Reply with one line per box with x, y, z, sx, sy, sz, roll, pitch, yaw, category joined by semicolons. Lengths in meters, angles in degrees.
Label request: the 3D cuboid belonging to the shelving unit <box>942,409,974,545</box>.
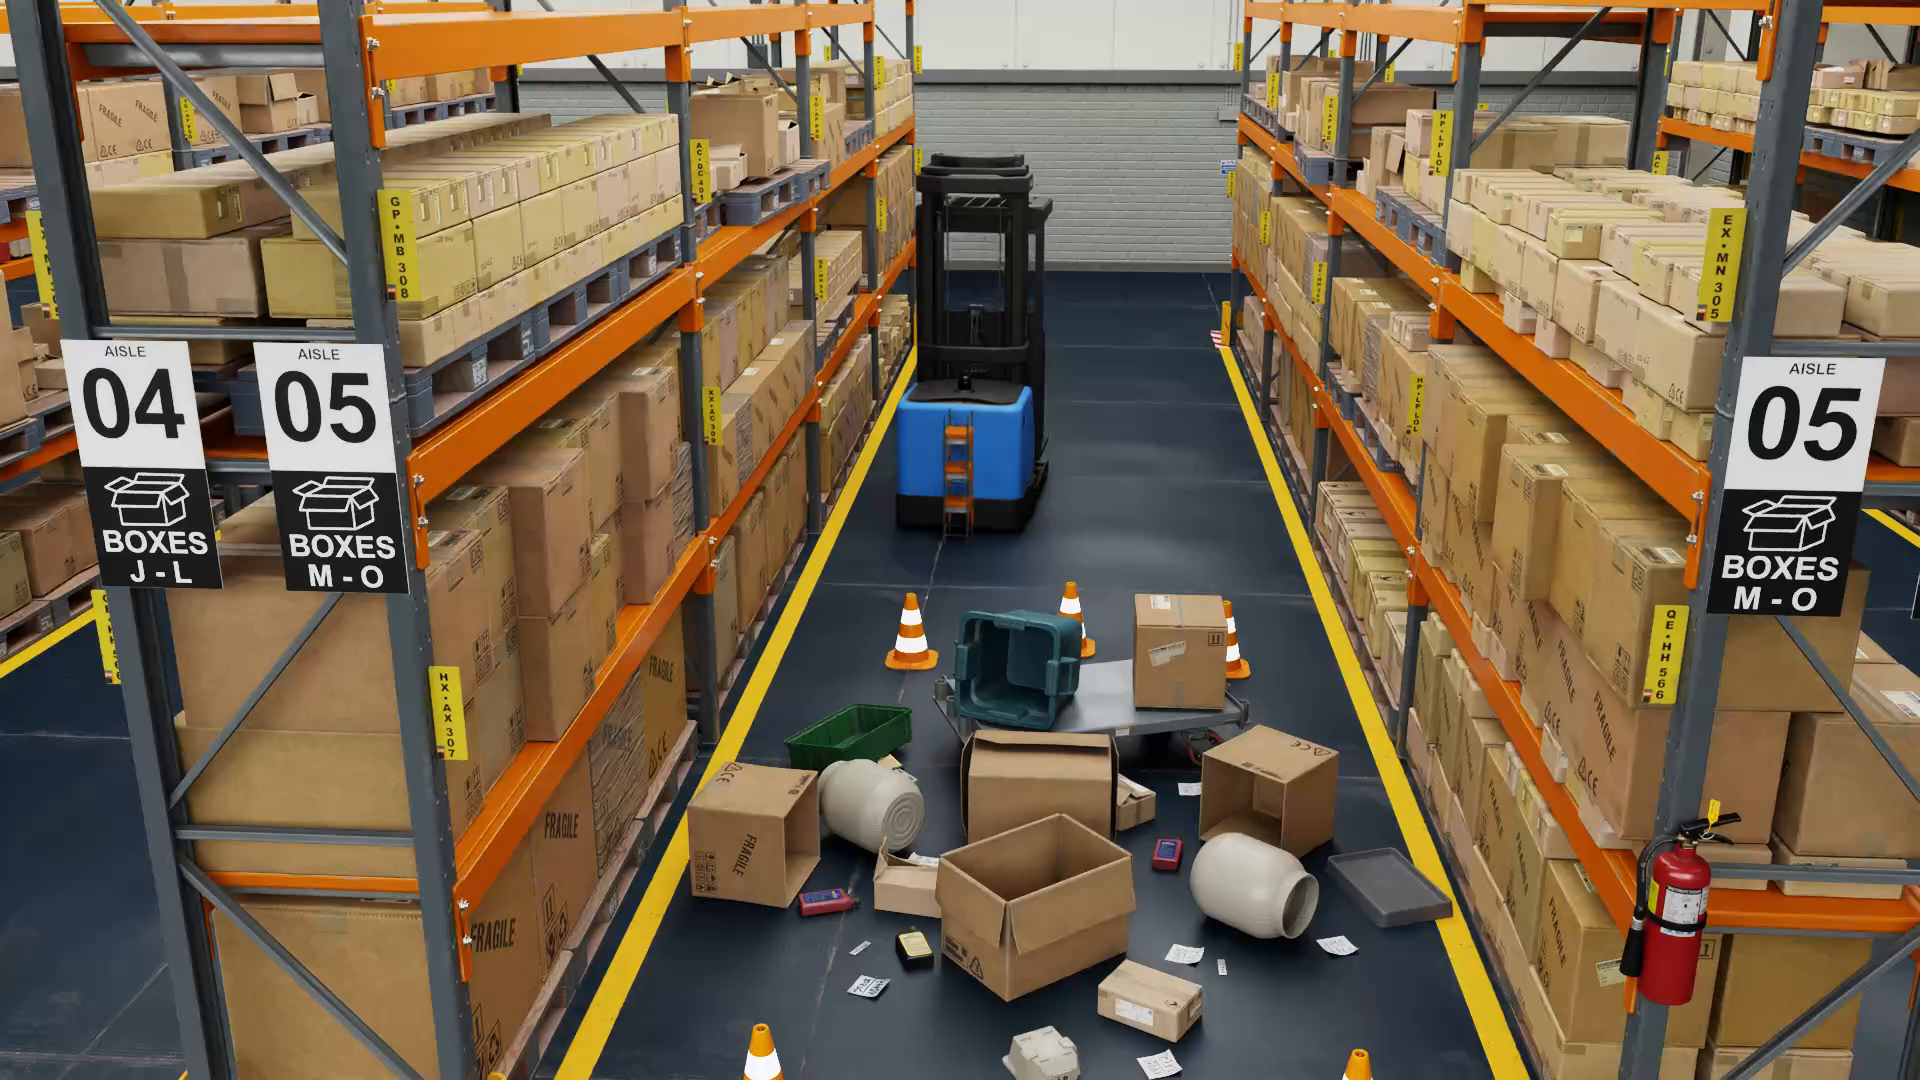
-0.012;-0.501;13.267;0.215;1.050;0.252;3;18;9;shelving unit

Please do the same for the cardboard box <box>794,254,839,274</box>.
-1.293;-2.476;14.937;0.380;0.149;0.250;1;18;3;cardboard box

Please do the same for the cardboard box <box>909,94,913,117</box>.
-0.828;-5.180;19.838;0.500;0.250;0.500;1;18;3;cardboard box

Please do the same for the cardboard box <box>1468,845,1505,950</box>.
2.604;1.602;7.459;0.500;0.250;0.500;1;18;2;cardboard box

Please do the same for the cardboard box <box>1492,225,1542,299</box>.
2.643;-1.216;7.264;0.500;0.250;0.500;1;18;4;cardboard box

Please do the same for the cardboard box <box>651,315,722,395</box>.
-1.855;-1.083;10.145;0.700;0.500;0.500;1;18;3;cardboard box

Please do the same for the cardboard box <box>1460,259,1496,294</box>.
2.681;-1.302;8.165;0.380;0.149;0.250;1;18;4;cardboard box

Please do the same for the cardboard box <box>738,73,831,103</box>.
-1.588;-3.928;14.936;0.797;0.503;0.637;1;18;3;cardboard box

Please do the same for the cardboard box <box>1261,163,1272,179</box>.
3.457;-3.981;17.947;0.380;0.149;0.250;1;18;3;cardboard box

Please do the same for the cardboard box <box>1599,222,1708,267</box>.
2.664;-1.114;6.312;0.380;0.149;0.250;1;18;2;cardboard box

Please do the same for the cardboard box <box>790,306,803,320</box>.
-1.398;-1.856;13.520;0.380;0.149;0.250;2;18;6;cardboard box

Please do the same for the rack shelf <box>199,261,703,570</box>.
-2.063;-0.709;7.107;1.077;0.370;4.000;1;18;4;rack shelf

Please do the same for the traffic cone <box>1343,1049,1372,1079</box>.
1.482;2.118;6.215;0.336;0.463;0.334;1;18;4;traffic cone

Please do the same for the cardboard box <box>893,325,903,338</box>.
-0.873;-2.467;19.559;0.380;0.149;0.250;2;18;5;cardboard box

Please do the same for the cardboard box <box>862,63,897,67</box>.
-0.913;-5.329;18.848;0.380;0.149;0.250;1;18;3;cardboard box

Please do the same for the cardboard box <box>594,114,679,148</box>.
-1.628;-2.058;8.356;0.380;0.149;0.250;1;18;3;cardboard box

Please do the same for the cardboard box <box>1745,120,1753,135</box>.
8.400;-4.284;17.267;0.380;0.149;0.250;2;18;6;cardboard box

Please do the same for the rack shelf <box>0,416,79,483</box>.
-6.716;-0.668;11.799;1.077;0.370;4.000;1;18;4;rack shelf

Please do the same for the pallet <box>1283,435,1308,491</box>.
3.533;-0.705;15.237;1.003;0.211;1.213;1;18;4;pallet

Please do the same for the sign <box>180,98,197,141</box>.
-6.032;-3.289;12.996;0.100;0.325;0.005;1;18;4;sign

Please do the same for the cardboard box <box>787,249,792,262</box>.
-1.850;-2.760;16.280;0.380;0.149;0.250;1;18;3;cardboard box

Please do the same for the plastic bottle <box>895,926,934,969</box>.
-0.218;1.864;7.635;0.133;0.061;0.283;-5;19;-15;plastic bottle

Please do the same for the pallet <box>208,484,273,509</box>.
-6.441;-0.549;14.759;1.003;0.211;1.213;1;18;4;pallet

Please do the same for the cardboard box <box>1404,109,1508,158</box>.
2.990;-2.459;10.056;0.500;0.250;0.500;2;18;5;cardboard box

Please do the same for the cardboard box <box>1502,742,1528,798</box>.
2.536;0.988;7.087;0.380;0.149;0.250;2;18;6;cardboard box

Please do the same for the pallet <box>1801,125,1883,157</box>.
8.433;-3.677;15.313;1.213;0.211;1.003;1;18;4;pallet

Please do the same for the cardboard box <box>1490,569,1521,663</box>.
2.637;0.244;7.223;0.500;0.500;0.500;1;18;5;cardboard box

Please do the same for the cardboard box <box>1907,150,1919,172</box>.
8.128;-3.130;13.583;0.500;0.250;0.500;1;18;4;cardboard box

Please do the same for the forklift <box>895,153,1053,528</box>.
0.208;-1.904;14.528;1.130;2.935;3.031;3;18;8;forklift

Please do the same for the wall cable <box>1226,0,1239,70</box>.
4.012;-8.518;24.966;0.463;3.000;0.029;1;18;4;wall cable

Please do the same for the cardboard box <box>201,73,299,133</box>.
-6.448;-3.940;14.971;0.797;0.503;0.637;1;18;3;cardboard box

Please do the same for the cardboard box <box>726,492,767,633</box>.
-1.892;0.129;11.151;1.050;0.750;0.750;1;18;4;cardboard box

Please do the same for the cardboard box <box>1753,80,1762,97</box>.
8.373;-4.595;16.772;0.500;0.250;0.500;1;18;3;cardboard box

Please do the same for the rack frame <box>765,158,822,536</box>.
-1.633;-1.489;13.149;1.000;3.000;0.127;1;18;4;rack frame

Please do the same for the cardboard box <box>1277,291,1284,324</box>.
3.215;-2.130;15.348;0.500;0.250;0.500;1;18;3;cardboard box

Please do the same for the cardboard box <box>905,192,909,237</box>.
-0.877;-3.857;19.738;0.500;0.500;0.500;1;18;3;cardboard box

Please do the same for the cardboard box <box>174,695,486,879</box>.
-2.225;0.809;5.897;0.875;0.550;0.550;1;18;4;cardboard box

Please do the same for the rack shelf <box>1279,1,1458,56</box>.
3.455;-4.350;14.043;1.077;0.370;4.000;1;18;4;rack shelf

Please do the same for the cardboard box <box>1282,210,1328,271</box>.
3.233;-2.730;15.170;0.500;0.500;0.500;1;18;3;cardboard box

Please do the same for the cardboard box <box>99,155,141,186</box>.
-6.385;-2.677;12.200;0.500;0.250;0.500;1;18;4;cardboard box

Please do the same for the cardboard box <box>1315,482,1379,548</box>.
3.261;-0.185;12.716;0.950;0.372;0.625;0;18;0;cardboard box

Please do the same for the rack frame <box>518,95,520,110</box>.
-6.000;-4.115;21.165;1.000;3.000;0.127;1;18;4;rack frame

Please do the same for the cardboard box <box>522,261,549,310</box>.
-1.790;-0.970;6.317;0.380;0.149;0.250;1;18;4;cardboard box

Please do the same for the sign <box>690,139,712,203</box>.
-1.366;-1.943;8.761;0.100;0.325;0.005;1;18;4;sign

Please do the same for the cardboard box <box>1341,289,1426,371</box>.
3.018;-1.501;11.875;0.500;0.500;0.500;2;18;7;cardboard box

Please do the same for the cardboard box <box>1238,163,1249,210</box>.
3.536;-4.113;19.393;0.500;0.500;0.500;1;18;2;cardboard box

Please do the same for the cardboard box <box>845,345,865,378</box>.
-1.198;-1.703;15.938;0.500;0.250;0.500;2;18;7;cardboard box

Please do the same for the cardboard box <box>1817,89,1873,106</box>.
8.142;-4.069;15.298;0.380;0.149;0.250;2;18;5;cardboard box

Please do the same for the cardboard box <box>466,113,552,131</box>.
-2.285;-2.073;8.402;0.380;0.149;0.250;1;18;4;cardboard box

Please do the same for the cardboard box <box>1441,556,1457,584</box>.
2.716;0.123;8.635;0.380;0.149;0.250;2;18;6;cardboard box

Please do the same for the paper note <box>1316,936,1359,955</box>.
1.743;1.867;7.675;0.142;0.019;0.148;-5;19;-15;paper note

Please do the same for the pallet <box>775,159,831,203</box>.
-1.626;-2.623;12.097;1.213;0.211;1.003;2;18;6;pallet

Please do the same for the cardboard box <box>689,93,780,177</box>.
-1.478;-2.662;10.918;0.500;0.500;0.500;1;18;4;cardboard box

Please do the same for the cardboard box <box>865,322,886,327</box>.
-1.034;-2.370;18.787;0.380;0.149;0.250;1;18;2;cardboard box

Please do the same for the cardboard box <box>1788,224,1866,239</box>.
3.163;-1.105;6.284;0.380;0.149;0.250;2;18;5;cardboard box

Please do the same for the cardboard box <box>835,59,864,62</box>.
-1.310;-5.659;19.856;0.380;0.149;0.250;1;18;3;cardboard box
